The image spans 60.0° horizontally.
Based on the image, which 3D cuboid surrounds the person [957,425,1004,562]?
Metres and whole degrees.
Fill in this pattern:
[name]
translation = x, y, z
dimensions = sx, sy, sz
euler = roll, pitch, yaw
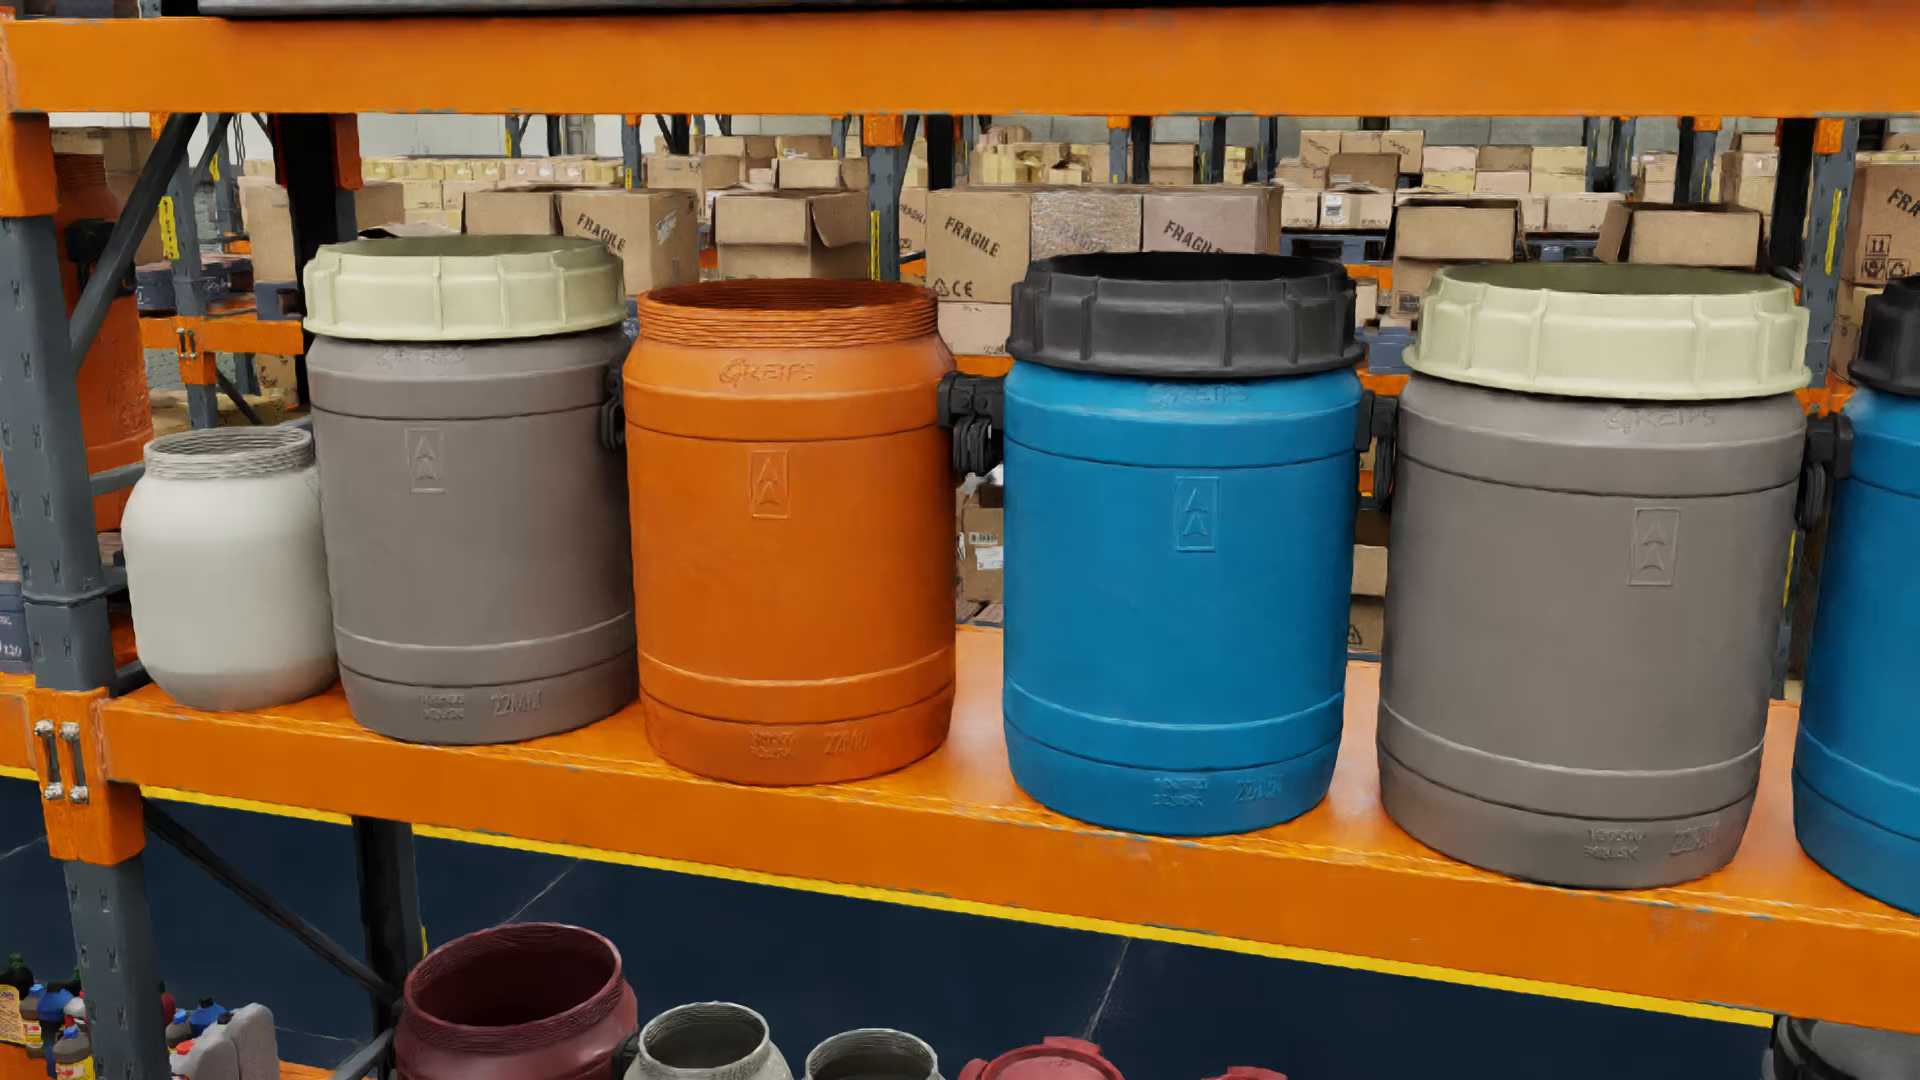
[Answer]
[person]
translation = 0.299, -0.053, 12.131
dimensions = 0.783, 1.758, 0.578
euler = 5, 16, 19
